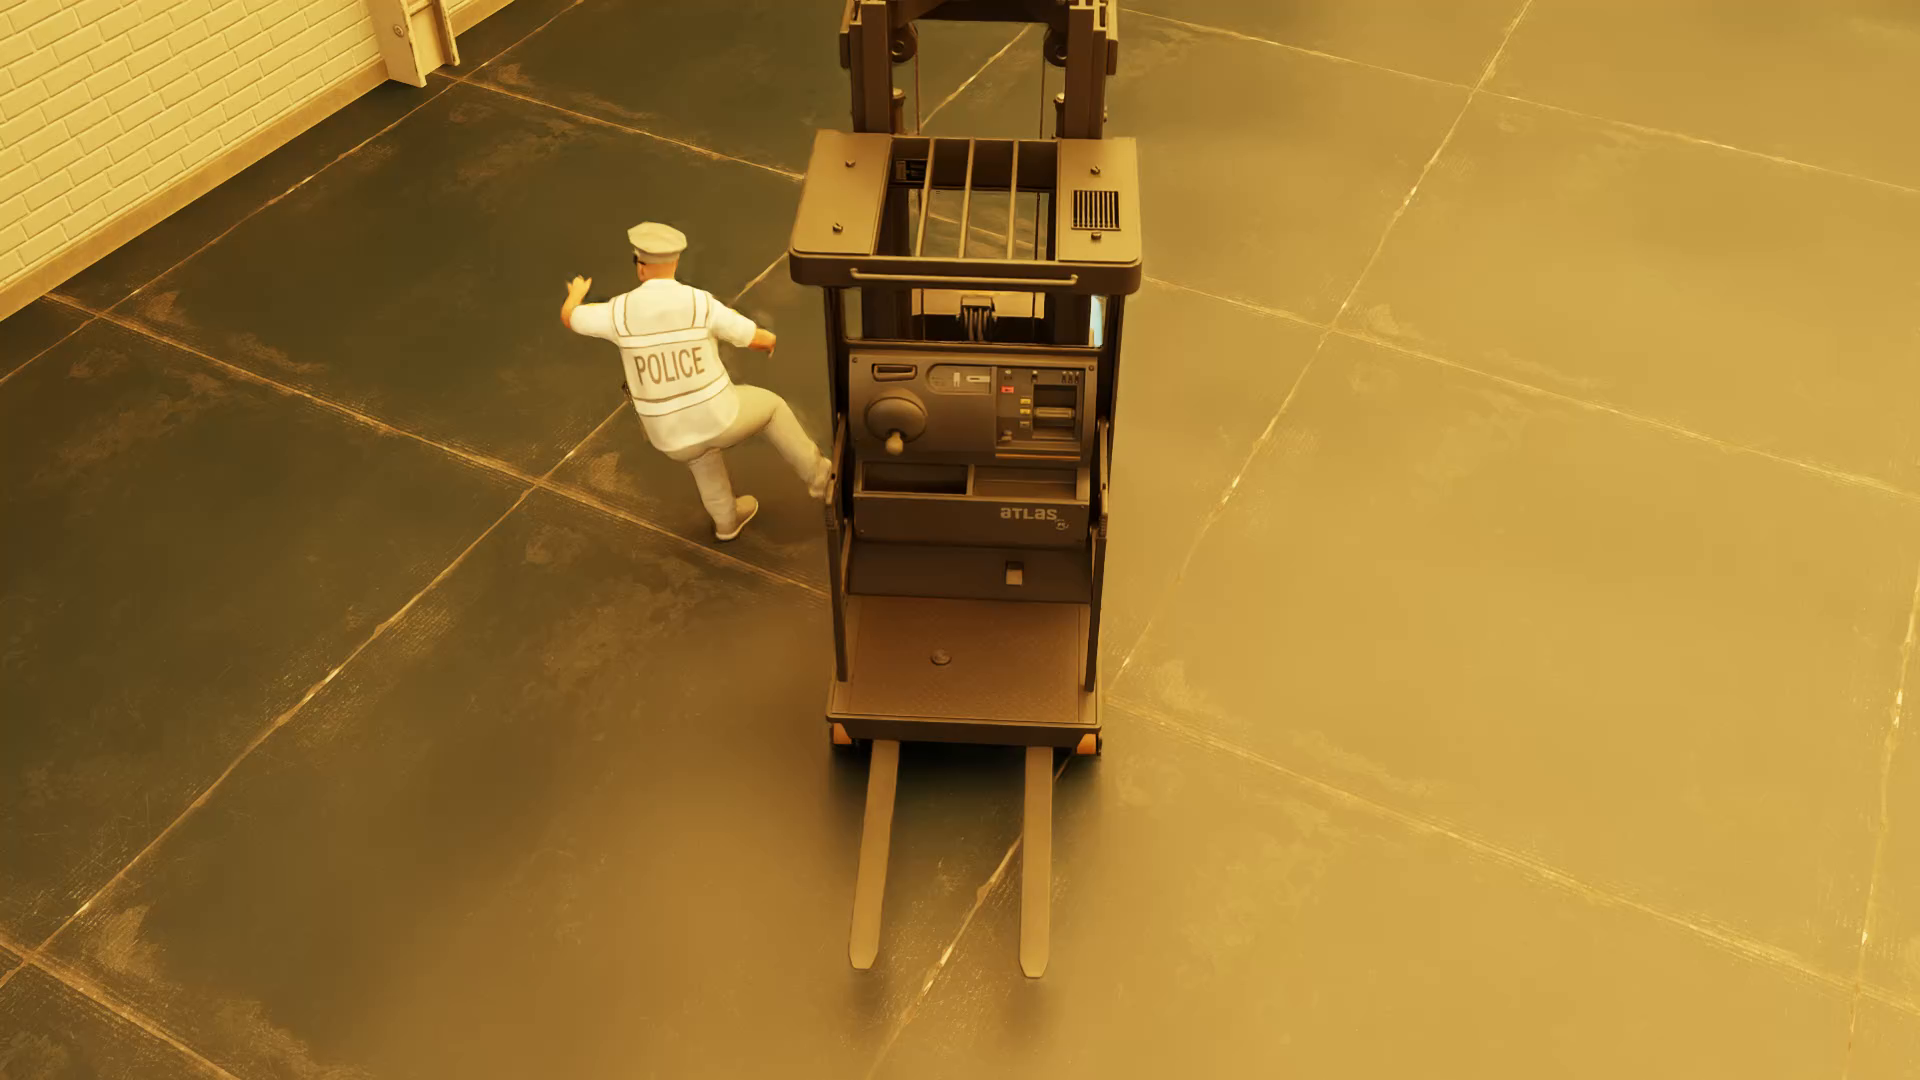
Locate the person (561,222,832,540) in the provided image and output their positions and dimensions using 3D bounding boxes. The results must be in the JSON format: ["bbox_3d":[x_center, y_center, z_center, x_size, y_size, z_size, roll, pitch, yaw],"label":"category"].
[{"bbox_3d":[-1.090,-0.761,7.527,1.293,1.511,0.941,-8,44,-8],"label":"person"}]

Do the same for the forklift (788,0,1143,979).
[{"bbox_3d":[0.037,-0.417,6.097,1.130,2.935,3.031,2,43,2],"label":"forklift"}]
